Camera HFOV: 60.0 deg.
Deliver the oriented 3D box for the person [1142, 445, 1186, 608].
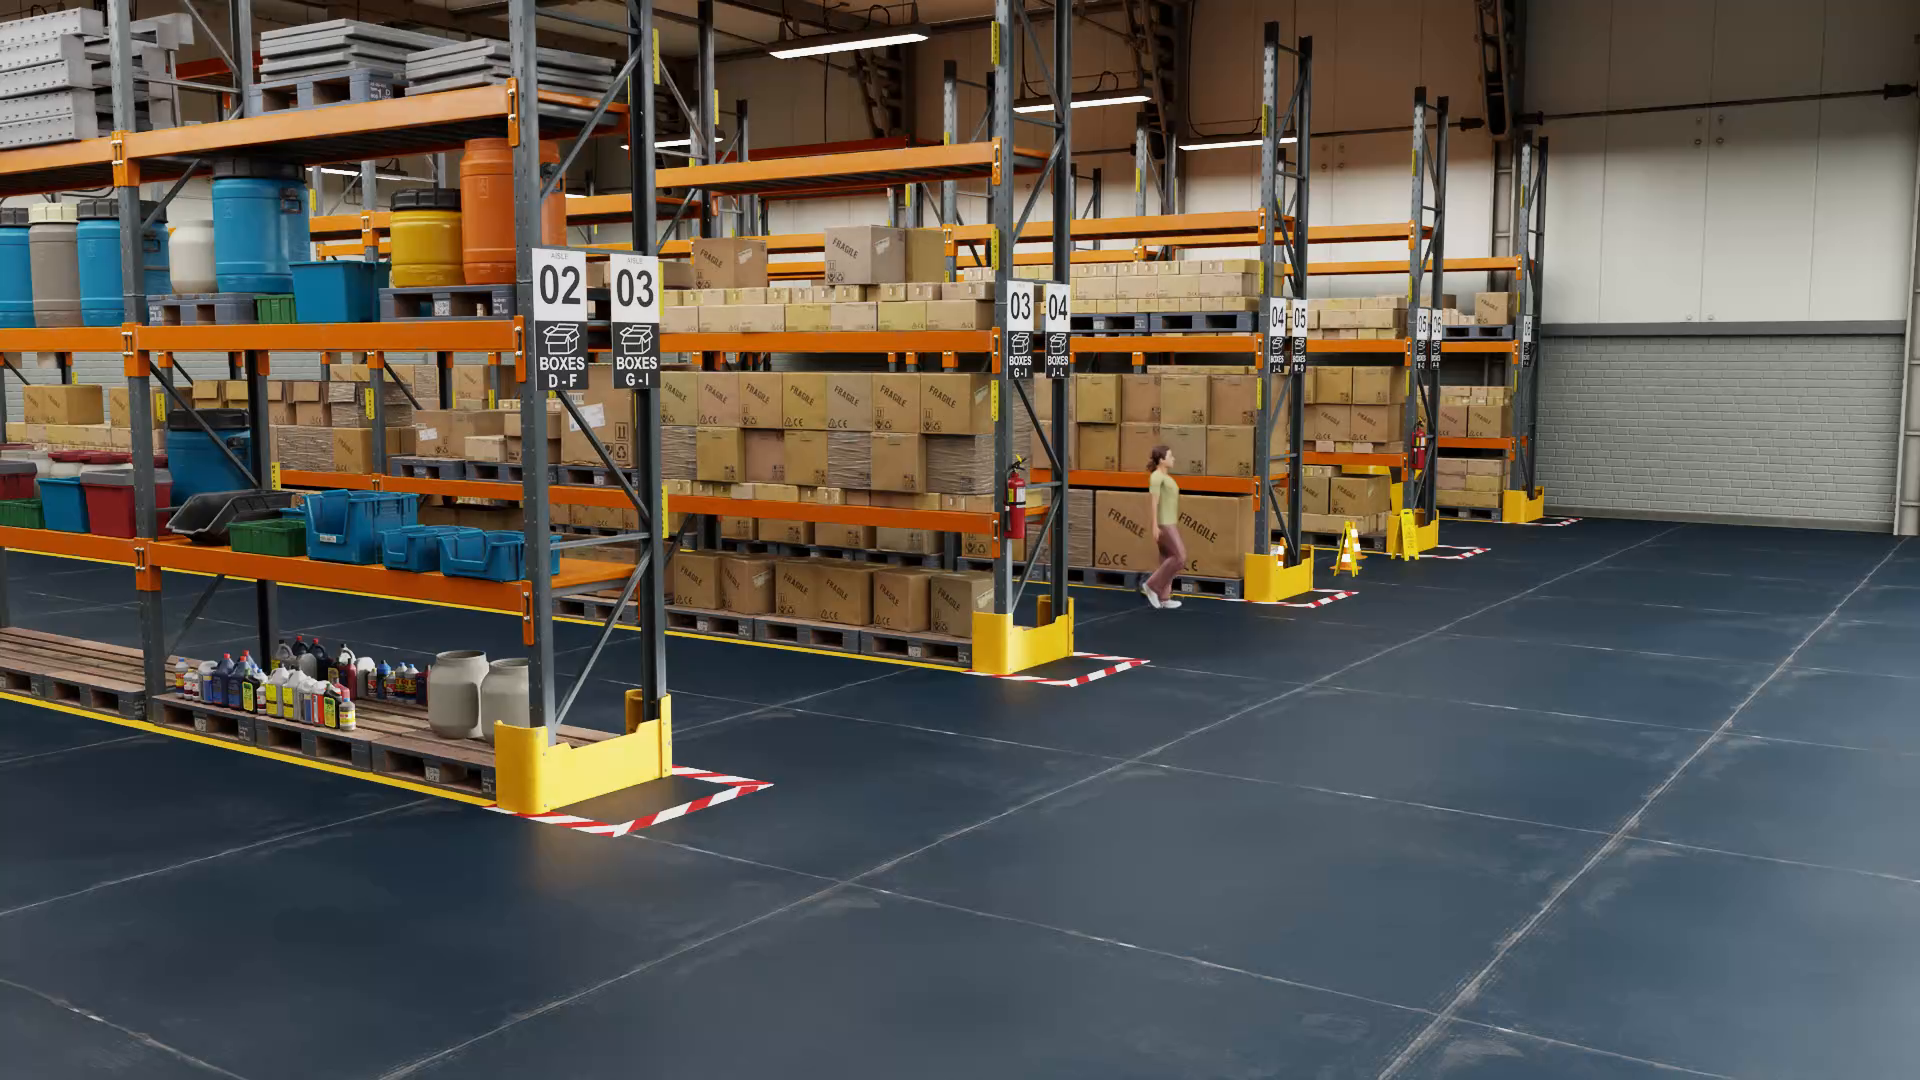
[{"bbox_3d":[2.105,-0.133,16.930,0.456,1.659,0.471,2,7,18],"label":"person"}]
